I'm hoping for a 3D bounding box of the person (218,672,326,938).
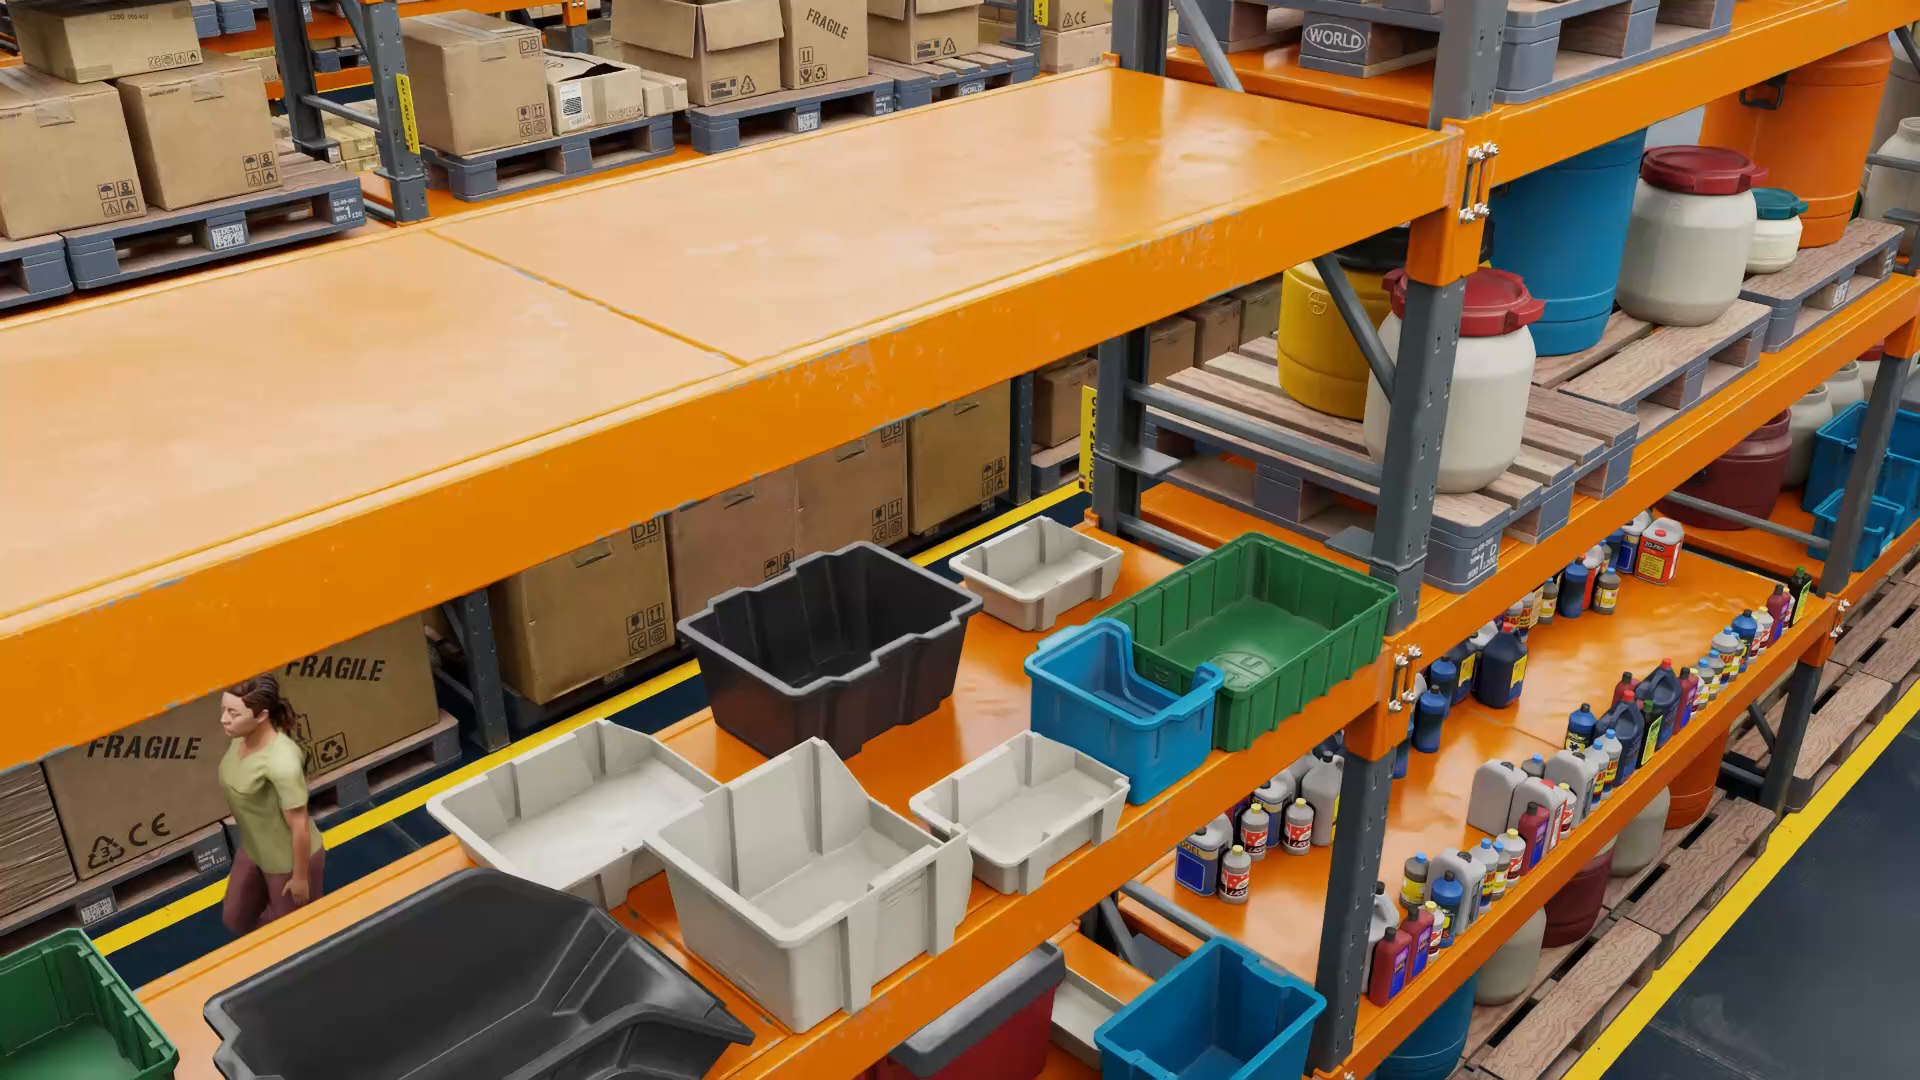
[{"bbox_3d":[-2.676,1.237,6.538,0.469,1.646,0.501,-23,36,-37],"label":"person"}]
